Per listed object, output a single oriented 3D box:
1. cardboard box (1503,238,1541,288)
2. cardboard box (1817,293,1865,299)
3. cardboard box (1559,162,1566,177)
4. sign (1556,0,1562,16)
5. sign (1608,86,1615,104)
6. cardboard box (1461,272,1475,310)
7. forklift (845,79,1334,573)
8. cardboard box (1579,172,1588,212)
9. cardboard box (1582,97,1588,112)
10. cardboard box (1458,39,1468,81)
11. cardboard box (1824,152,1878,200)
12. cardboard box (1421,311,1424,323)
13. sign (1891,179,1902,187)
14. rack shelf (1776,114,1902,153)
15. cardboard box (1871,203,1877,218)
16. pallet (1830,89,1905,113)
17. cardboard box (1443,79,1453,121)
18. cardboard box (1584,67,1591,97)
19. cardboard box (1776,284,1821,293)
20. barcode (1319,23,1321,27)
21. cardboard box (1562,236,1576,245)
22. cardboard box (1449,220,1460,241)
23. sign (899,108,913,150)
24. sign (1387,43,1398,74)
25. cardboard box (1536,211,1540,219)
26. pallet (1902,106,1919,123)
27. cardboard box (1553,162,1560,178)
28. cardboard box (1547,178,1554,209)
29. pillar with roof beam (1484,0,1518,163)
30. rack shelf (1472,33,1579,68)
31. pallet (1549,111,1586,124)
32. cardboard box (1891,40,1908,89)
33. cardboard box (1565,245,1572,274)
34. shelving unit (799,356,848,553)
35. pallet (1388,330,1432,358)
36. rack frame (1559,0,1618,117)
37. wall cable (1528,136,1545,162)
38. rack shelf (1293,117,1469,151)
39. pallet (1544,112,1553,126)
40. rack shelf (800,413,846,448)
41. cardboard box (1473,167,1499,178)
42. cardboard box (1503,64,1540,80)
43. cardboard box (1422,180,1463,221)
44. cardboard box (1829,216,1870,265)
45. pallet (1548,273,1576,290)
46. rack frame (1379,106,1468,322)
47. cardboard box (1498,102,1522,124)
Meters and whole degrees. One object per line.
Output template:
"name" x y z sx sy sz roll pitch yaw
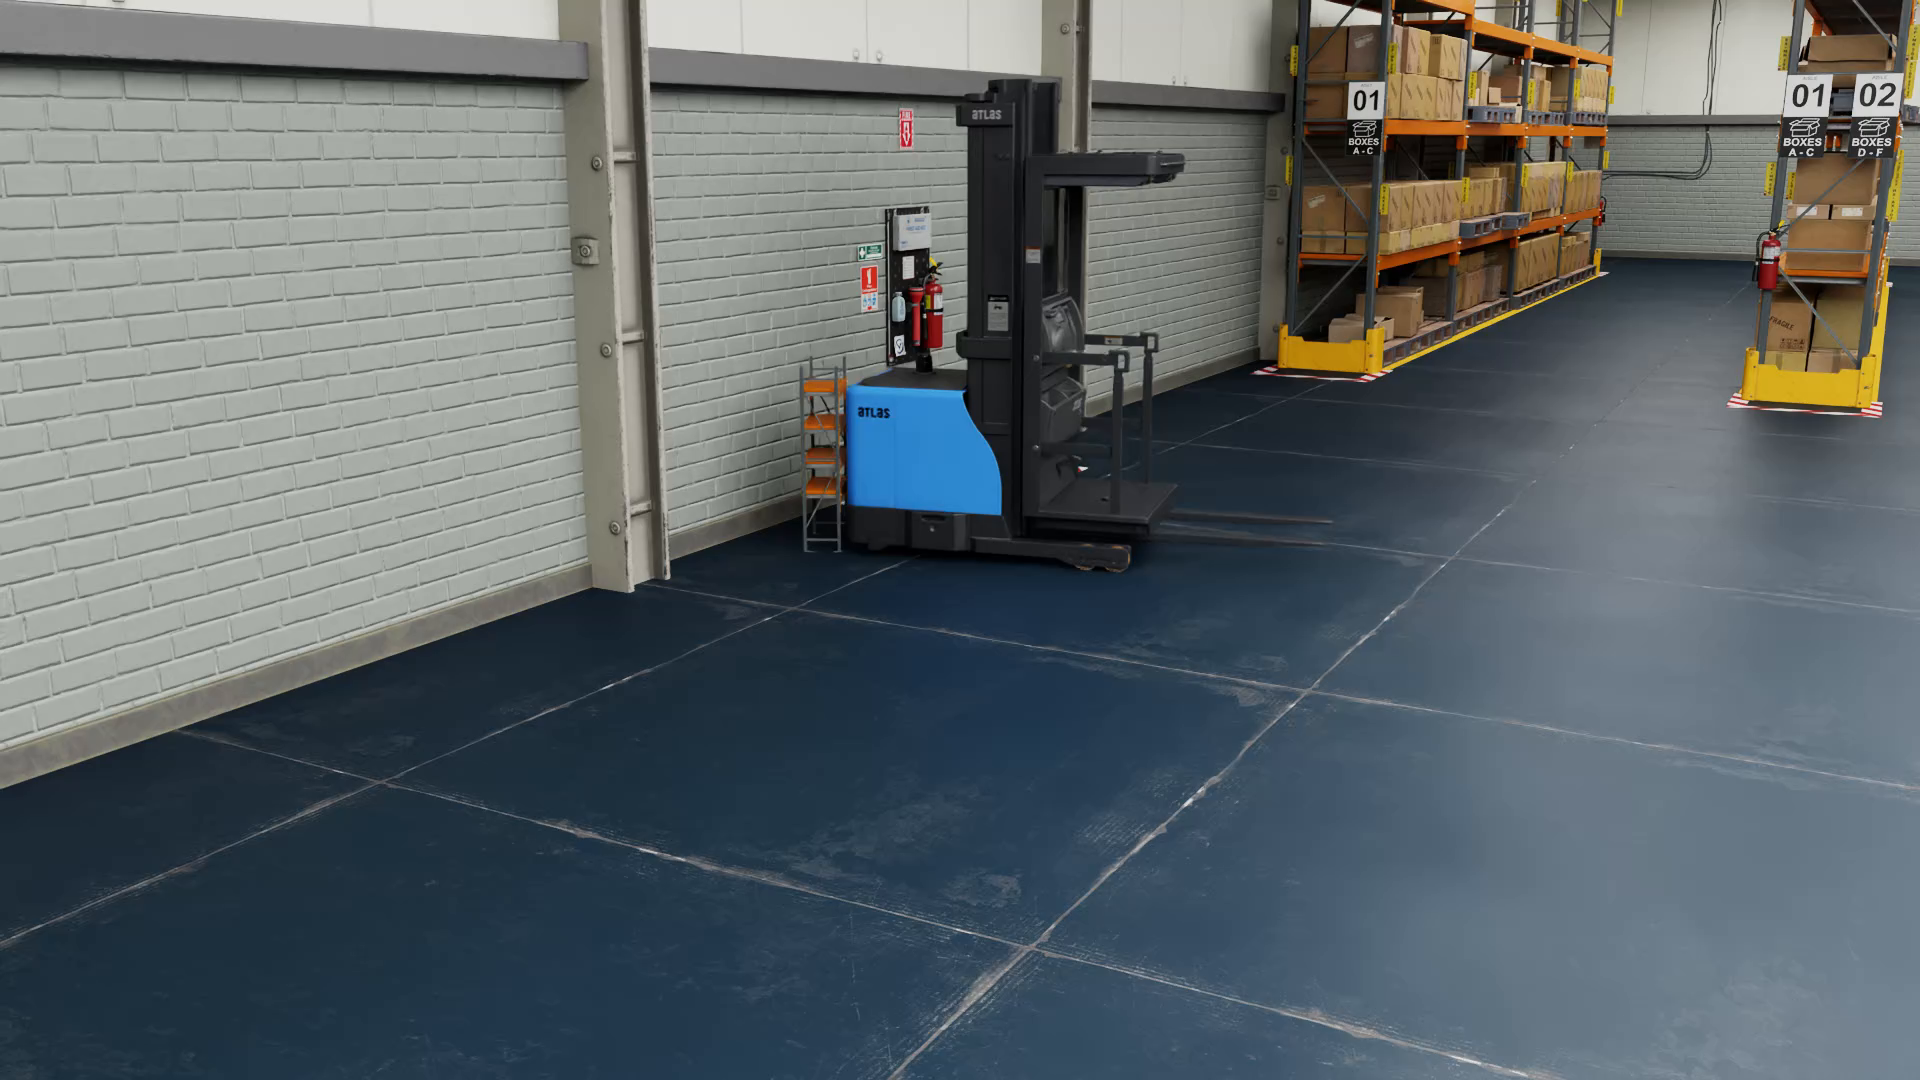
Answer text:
"cardboard box" 9.005 -4.542 27.164 0.750 0.750 0.750 7 15 28
"cardboard box" 9.501 -2.390 17.916 0.500 0.500 0.500 7 15 28
"cardboard box" 10.038 -6.331 28.404 0.500 0.250 0.500 8 16 29
"sign" 11.490 -10.221 31.897 0.100 0.325 0.005 7 15 28
"sign" 12.441 -8.495 31.750 0.100 0.325 0.005 7 15 28
"cardboard box" 7.001 -3.611 24.004 0.700 0.500 0.500 8 15 29
"forklift" 0.837 -1.360 10.421 3.031 2.935 1.130 4 14 16
"cardboard box" 11.017 -6.443 30.720 0.980 0.700 0.700 7 15 25
"cardboard box" 10.863 -7.741 29.555 0.500 0.250 0.500 7 15 27
"cardboard box" 6.167 -6.116 21.214 0.500 0.500 0.500 6 15 23
"cardboard box" 9.332 -3.863 17.673 0.700 0.500 0.500 7 15 28
"cardboard box" 5.940 -2.970 22.061 0.380 0.166 0.250 5 15 21
"sign" 10.997 -4.083 19.555 0.100 0.325 0.005 7 15 28
"rack shelf" 9.544 -4.385 17.956 1.077 0.370 4.000 7 15 28
"cardboard box" 9.202 -3.392 17.104 0.380 0.149 0.250 7 15 28
"pallet" 8.941 -4.423 16.770 1.003 0.211 1.213 7 15 28
"cardboard box" 5.889 -5.530 20.914 0.500 0.500 0.500 6 15 23
"cardboard box" 10.873 -8.112 29.491 0.500 0.500 0.500 7 15 27
"cardboard box" 9.529 -2.654 19.012 0.500 0.500 0.500 7 15 28
"barcode" 4.144 -5.913 19.135 0.001 0.075 0.075 7 15 28
"cardboard box" 11.068 -5.491 30.464 0.380 0.149 0.250 7 15 26
"cardboard box" 6.208 -4.052 21.720 0.500 0.250 0.500 7 15 28
"sign" -0.400 -3.071 12.426 0.001 0.298 0.199 7 15 28
"sign" 4.713 -5.248 18.137 0.100 0.325 0.005 7 15 28
"cardboard box" 9.333 -5.366 27.384 0.380 0.149 0.250 8 16 30
"pallet" 12.194 -5.724 22.381 1.213 0.211 1.003 8 16 31
"cardboard box" 9.782 -6.227 27.973 0.500 0.250 0.500 8 16 29
"cardboard box" 9.549 -5.760 27.636 0.500 0.500 0.500 7 15 28
"pillar with roof beam" 13.389 -8.559 27.334 9.100 9.000 0.400 7 15 28
"rack shelf" 9.073 -7.850 26.784 1.077 0.370 4.000 7 15 28
"pallet" 10.444 -7.470 29.409 1.003 0.211 1.213 7 15 28
"cardboard box" 9.619 -4.955 17.377 0.500 0.500 0.500 7 15 28
"cardboard box" 10.737 -5.122 30.316 0.700 0.500 0.500 7 15 27
"shelving unit" -0.877 -0.562 10.806 0.258 1.200 0.503 0 14 2
"pallet" 5.290 -2.498 20.947 1.003 0.211 1.213 7 15 28
"rack frame" 11.973 -9.626 31.759 1.000 3.000 0.127 7 15 28
"wall cable" 11.764 -7.573 33.878 0.084 1.984 1.851 7 15 28
"rack shelf" 5.205 -4.945 20.281 1.077 0.370 4.000 7 15 28
"pallet" 8.909 -6.802 26.851 1.003 0.211 1.213 8 16 31
"rack shelf" -0.877 -0.714 10.769 0.258 0.148 0.480 0 14 2
"cardboard box" 7.965 -5.571 25.207 0.380 0.149 0.250 5 15 21
"cardboard box" 9.246 -7.693 27.392 0.500 0.250 0.500 7 15 26
"cardboard box" 6.214 -4.416 21.630 0.500 0.500 0.500 7 15 28
"cardboard box" 9.063 -3.117 17.350 0.700 0.500 0.500 8 16 29
"pallet" 10.476 -4.680 29.996 1.003 0.211 1.213 7 15 28
"rack frame" 6.172 -4.247 22.250 1.000 3.000 0.127 7 15 28
"cardboard box" 7.994 -6.314 24.571 0.500 0.311 0.500 7 15 28
